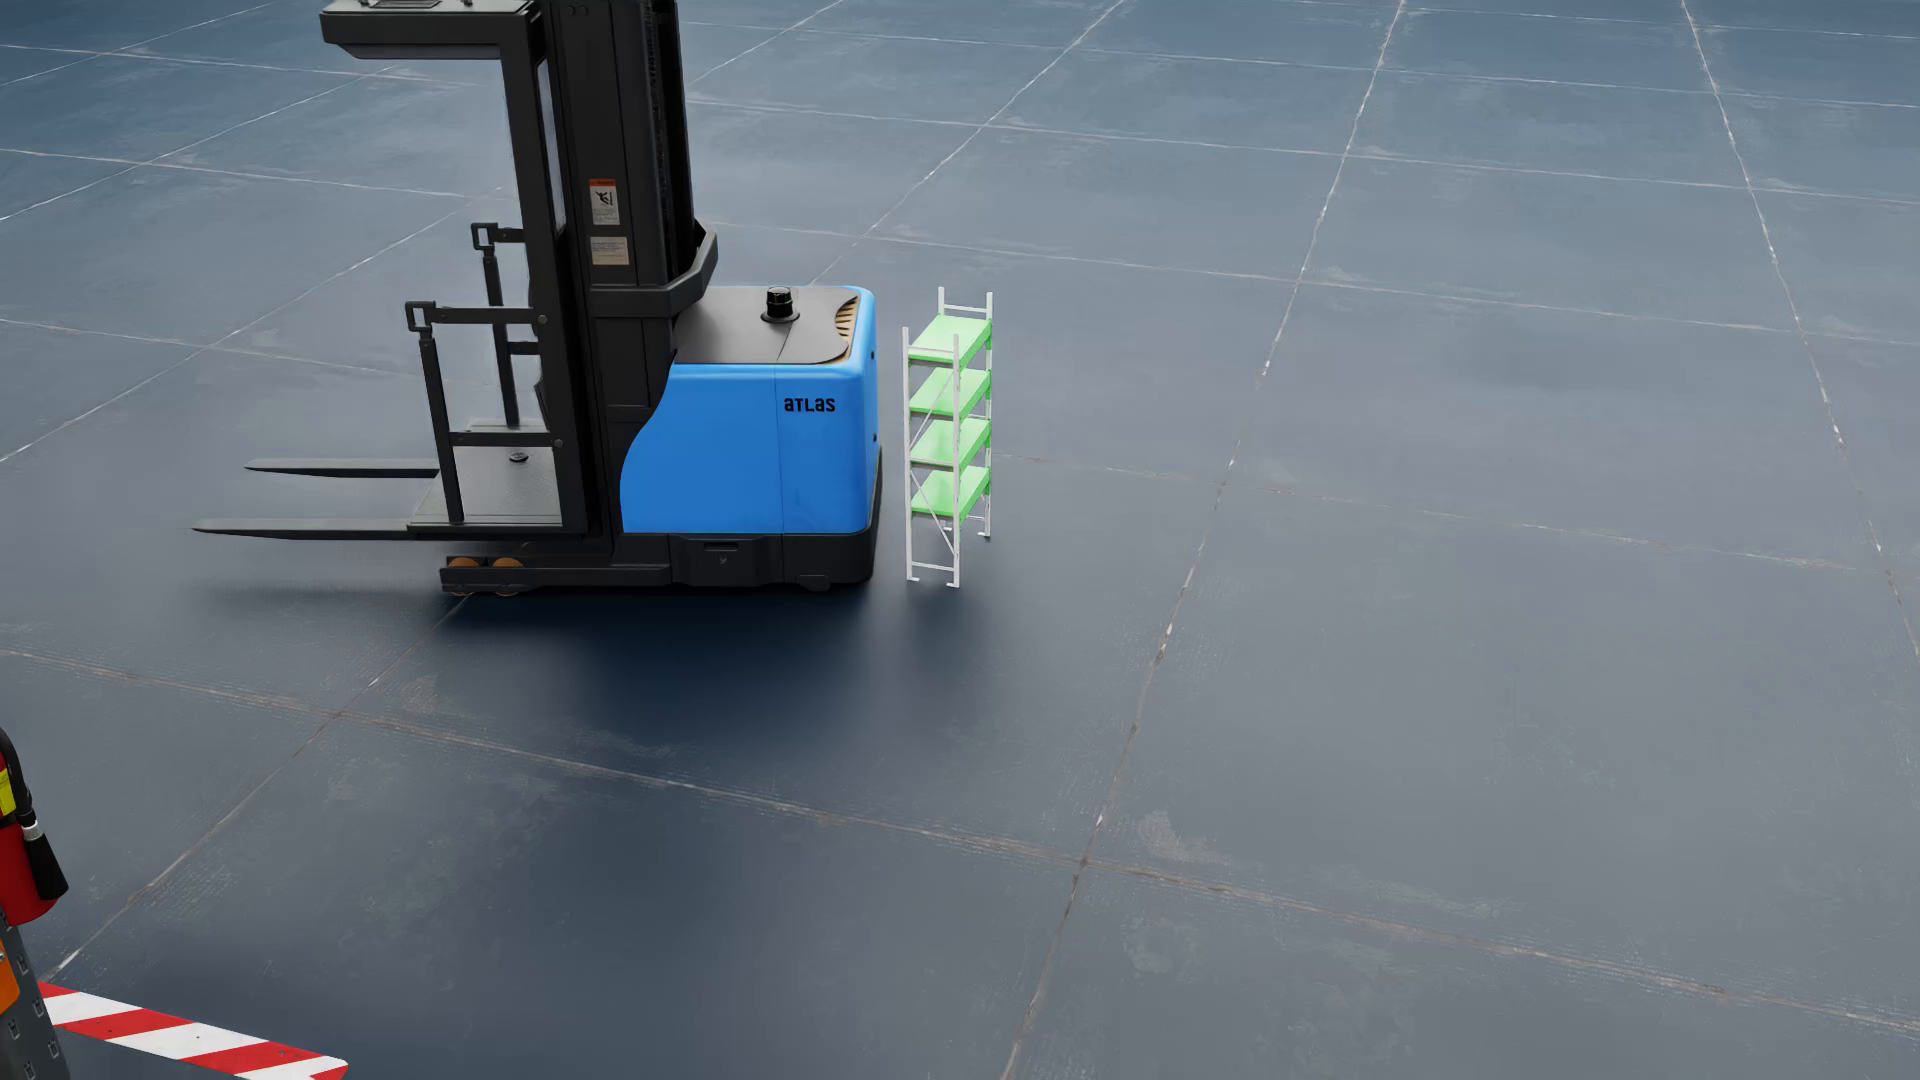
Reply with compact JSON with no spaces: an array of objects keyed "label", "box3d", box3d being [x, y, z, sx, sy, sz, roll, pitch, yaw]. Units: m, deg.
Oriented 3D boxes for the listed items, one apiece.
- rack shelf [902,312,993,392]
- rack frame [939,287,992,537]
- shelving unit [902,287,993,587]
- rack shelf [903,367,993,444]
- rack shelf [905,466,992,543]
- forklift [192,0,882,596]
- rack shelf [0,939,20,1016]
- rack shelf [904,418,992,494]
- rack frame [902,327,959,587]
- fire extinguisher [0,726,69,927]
[{"label":"rack shelf","box3d":[-0.049,-0.811,7.118,0.258,0.148,0.480,8,30,15]},{"label":"rack frame","box3d":[0.023,-0.561,7.524,0.240,1.200,0.015,8,30,15]},{"label":"shelving unit","box3d":[-0.049,-0.447,7.320,0.258,1.200,0.503,8,30,15]},{"label":"rack shelf","box3d":[-0.049,-0.601,7.234,0.258,0.148,0.480,8,30,15]},{"label":"rack shelf","box3d":[-0.049,-0.182,7.468,0.258,0.148,0.480,8,30,15]},{"label":"forklift","box3d":[-1.897,-1.291,7.055,3.031,2.935,1.130,0,29,1]},{"label":"rack shelf","box3d":[-3.264,1.757,2.245,1.077,0.370,4.000,8,30,15]},{"label":"rack shelf","box3d":[-0.049,-0.392,7.351,0.258,0.148,0.480,8,30,15]},{"label":"rack frame","box3d":[-0.120,-0.334,7.116,0.240,1.200,0.015,8,30,15]},{"label":"fire extinguisher","box3d":[-2.203,0.560,3.737,0.296,0.674,0.183,8,30,15]}]
